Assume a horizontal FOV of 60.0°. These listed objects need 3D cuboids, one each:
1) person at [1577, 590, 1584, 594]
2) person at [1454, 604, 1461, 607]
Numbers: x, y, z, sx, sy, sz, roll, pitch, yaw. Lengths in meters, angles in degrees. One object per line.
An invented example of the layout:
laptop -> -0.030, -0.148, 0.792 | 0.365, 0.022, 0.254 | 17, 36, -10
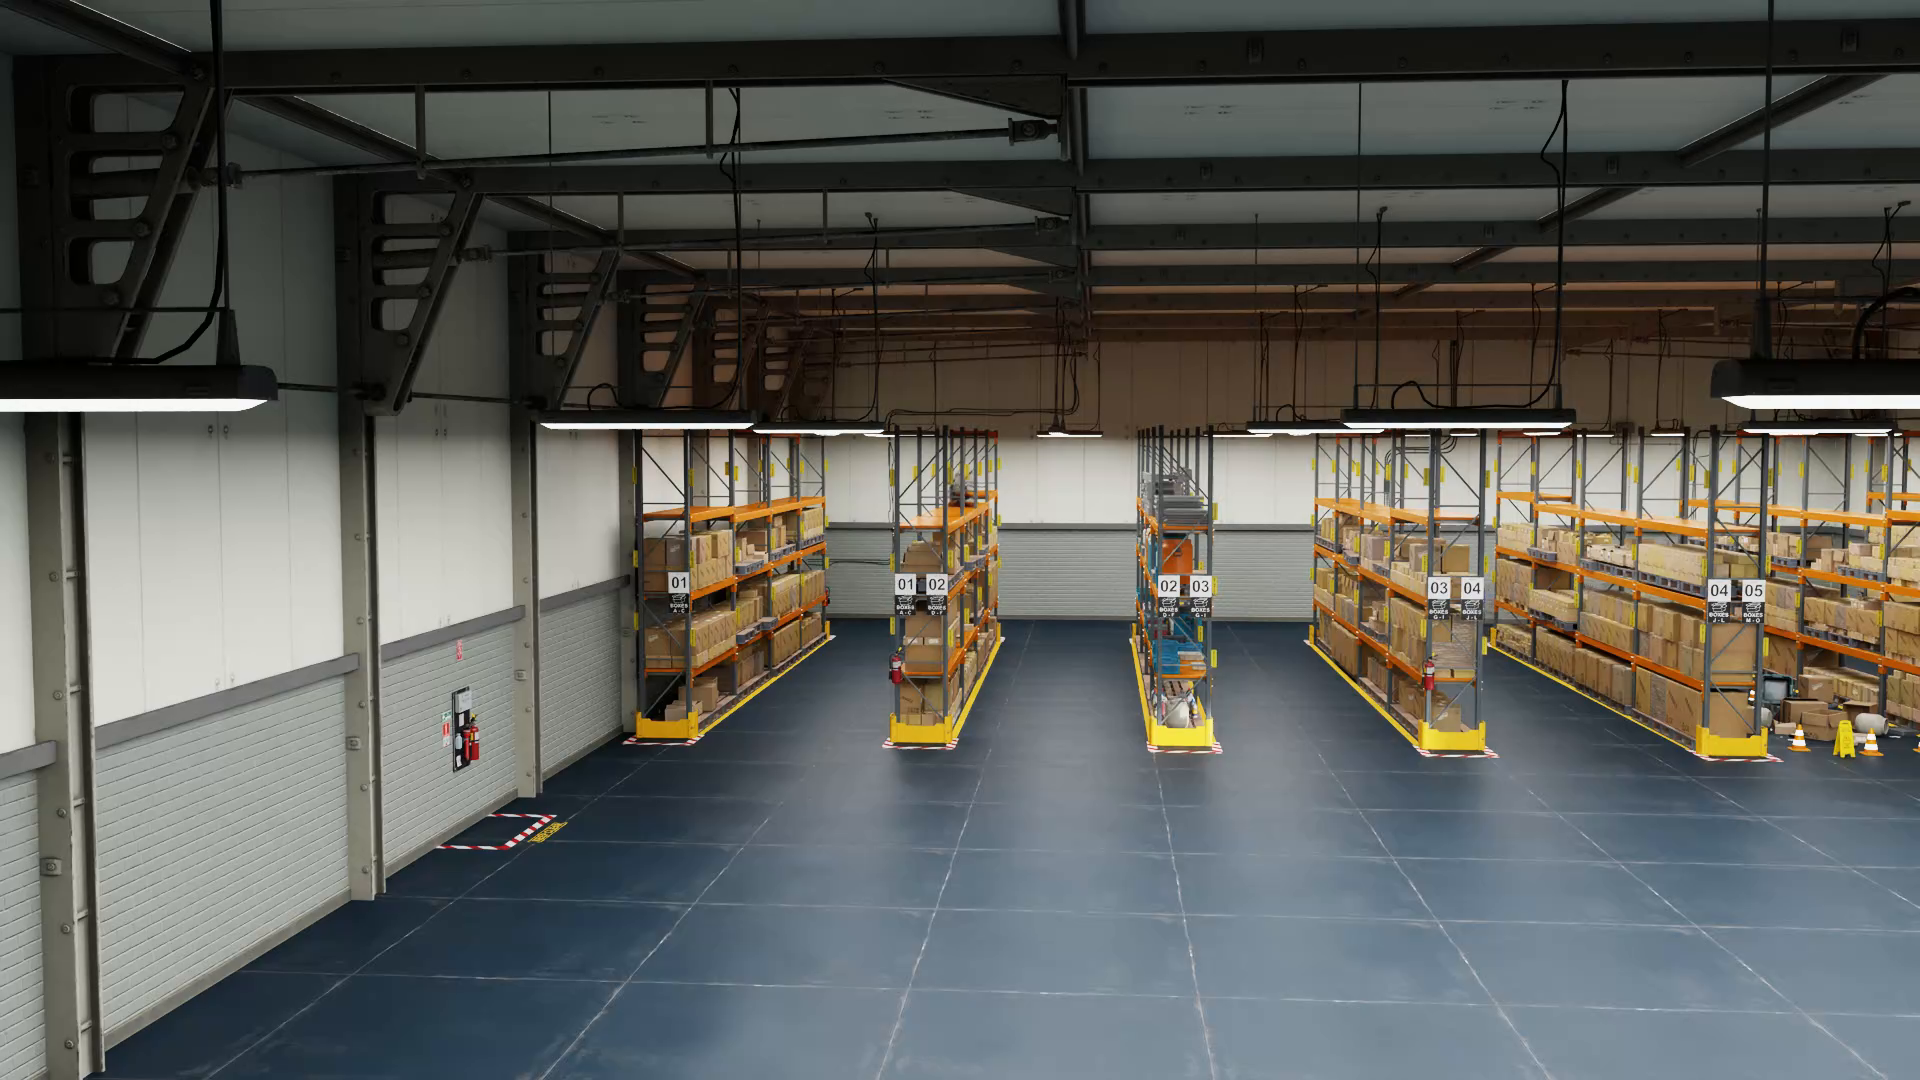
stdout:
person -> 17.616, 2.044, 47.356 | 0.862, 1.707, 0.554 | 1, 3, 10
person -> 13.399, 2.228, 44.405 | 0.618, 1.705, 0.686 | 1, 4, 19
